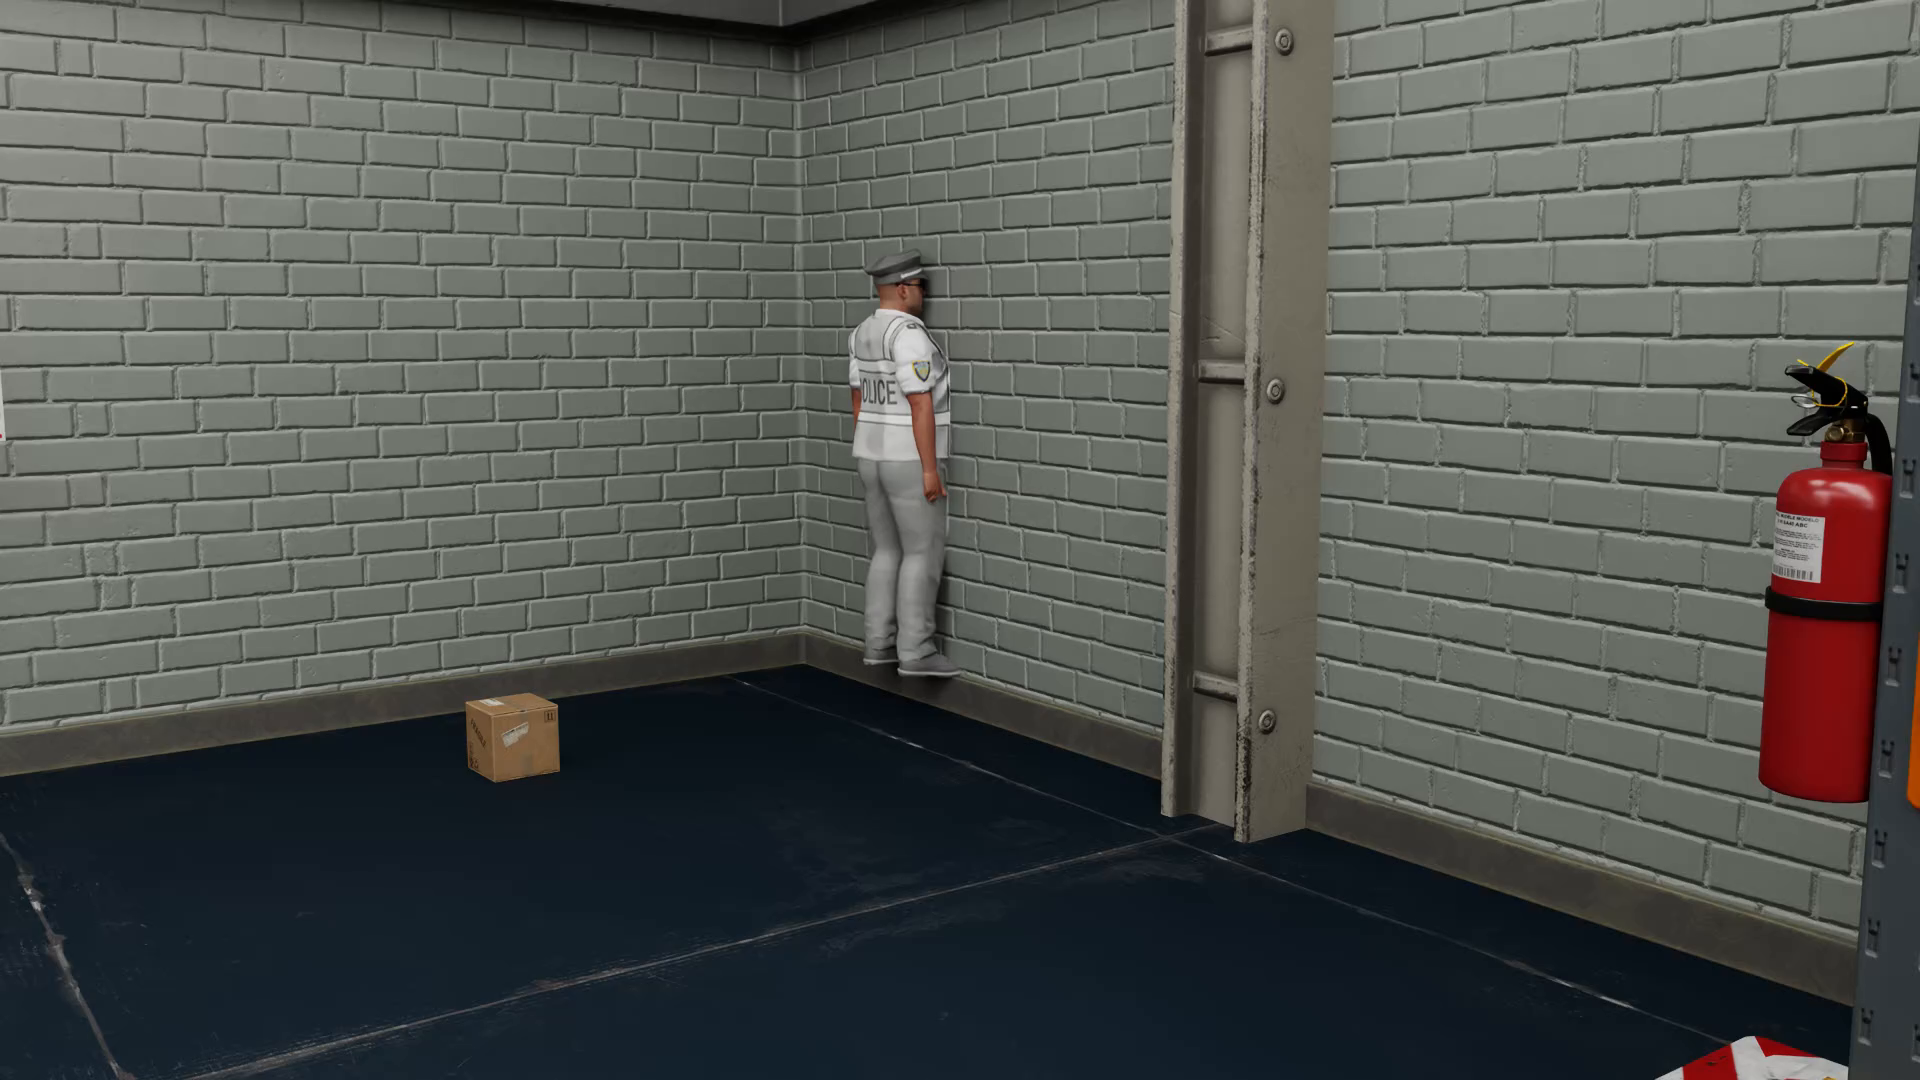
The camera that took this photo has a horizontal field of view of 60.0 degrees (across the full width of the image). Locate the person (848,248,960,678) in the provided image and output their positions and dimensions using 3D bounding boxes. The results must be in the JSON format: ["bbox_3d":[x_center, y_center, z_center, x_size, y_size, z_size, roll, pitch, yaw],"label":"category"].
[{"bbox_3d":[-0.227,-0.323,6.972,0.397,1.767,0.529,-5,9,-34],"label":"person"}]
